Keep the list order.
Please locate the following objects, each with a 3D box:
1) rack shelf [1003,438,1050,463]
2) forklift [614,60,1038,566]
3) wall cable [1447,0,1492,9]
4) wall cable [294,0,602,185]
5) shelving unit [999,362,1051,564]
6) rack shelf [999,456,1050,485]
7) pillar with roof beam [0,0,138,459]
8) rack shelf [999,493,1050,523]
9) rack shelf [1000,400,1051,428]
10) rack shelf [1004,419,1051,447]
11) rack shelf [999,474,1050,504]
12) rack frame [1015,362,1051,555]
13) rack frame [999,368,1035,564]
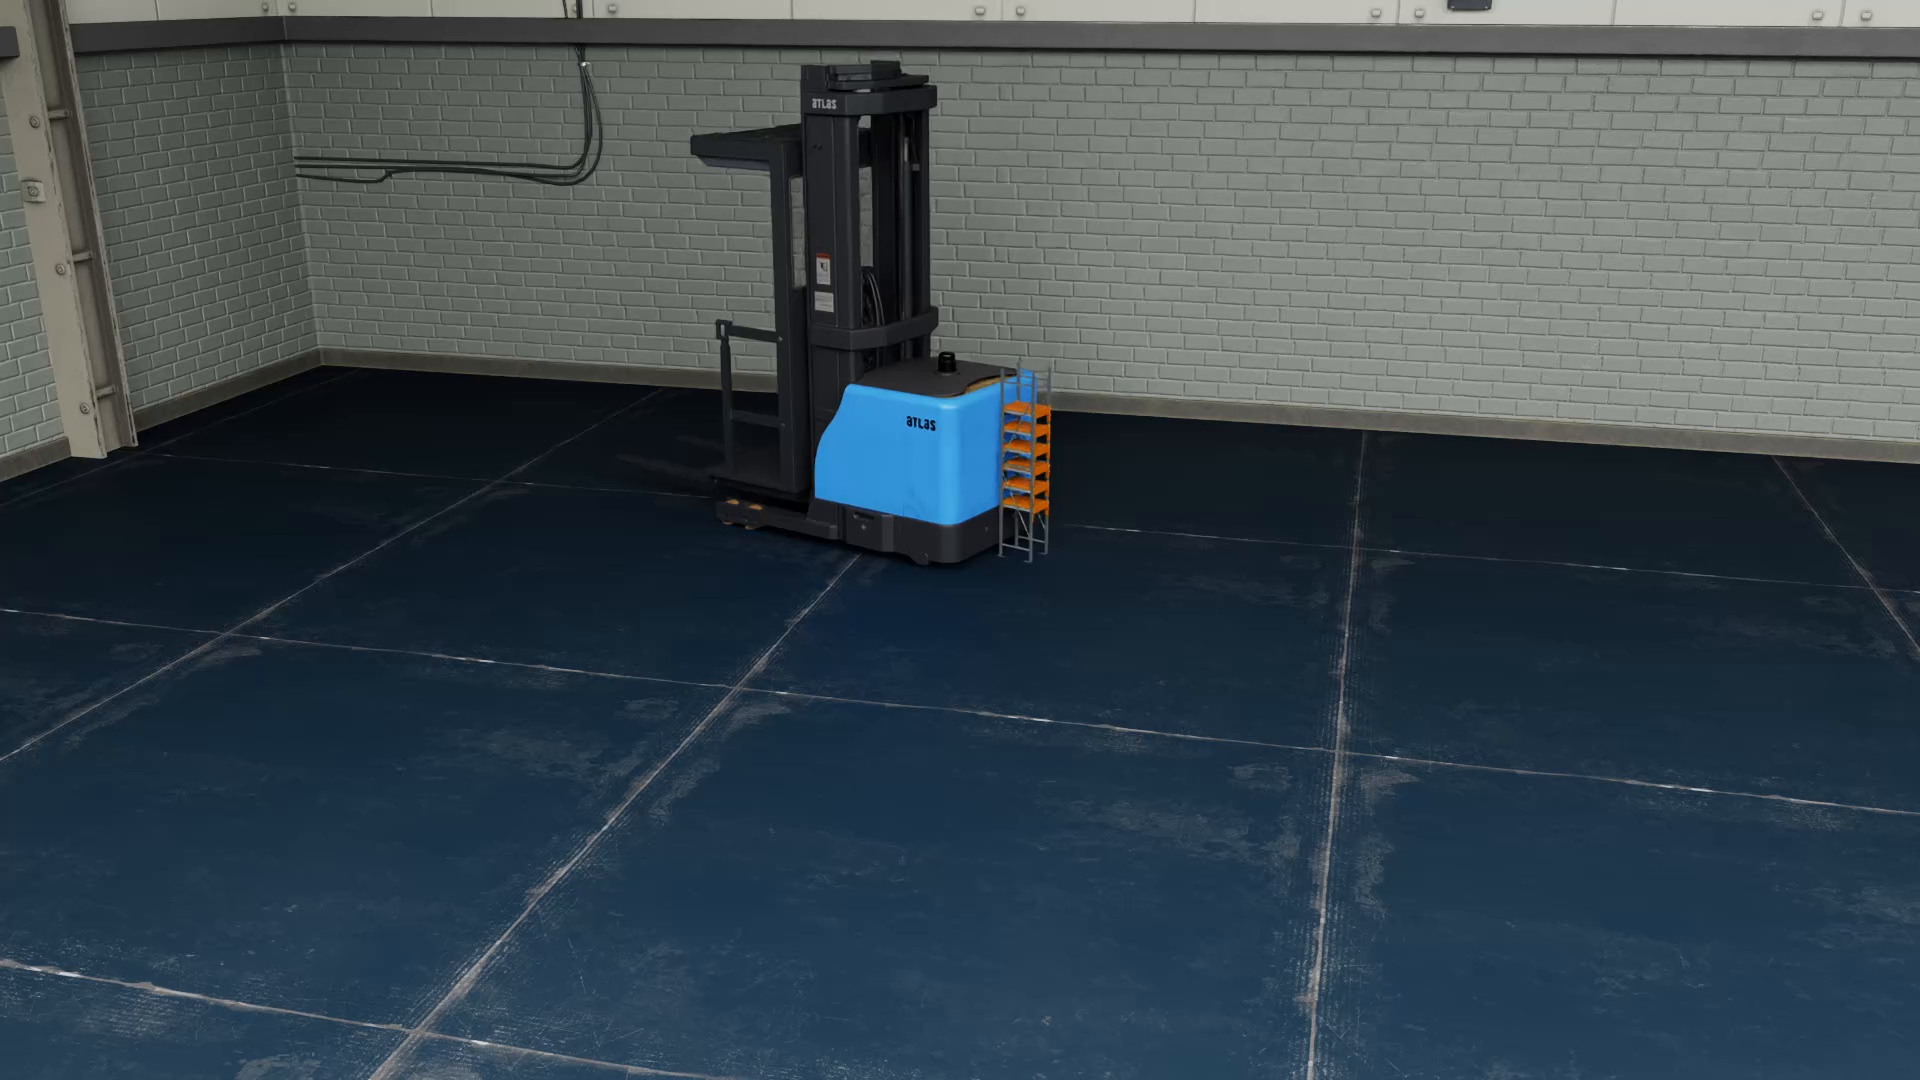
[{"bbox_3d":[0.398,-0.541,10.181,0.258,0.103,0.180,12,22,32],"label":"rack shelf"},{"bbox_3d":[-1.003,-1.579,10.775,3.031,2.935,1.130,12,22,32],"label":"forklift"},{"bbox_3d":[4.668,-6.617,10.877,2.305,6.003,0.169,5,19,13],"label":"wall cable"},{"bbox_3d":[-4.533,-4.293,14.138,3.097,2.526,0.112,5,19,13],"label":"wall cable"},{"bbox_3d":[0.397,-0.469,10.205,0.258,1.200,0.189,12,22,32],"label":"shelving unit"},{"bbox_3d":[0.397,-0.427,10.219,0.258,0.103,0.180,12,22,32],"label":"rack shelf"},{"bbox_3d":[-2.361,-4.603,10.243,9.100,9.000,0.400,5,19,13],"label":"pillar with roof beam"},{"bbox_3d":[0.397,-0.200,10.297,0.258,0.103,0.180,12,22,32],"label":"rack shelf"},{"bbox_3d":[0.398,-0.768,10.103,0.258,0.103,0.180,12,22,32],"label":"rack shelf"},{"bbox_3d":[0.398,-0.654,10.142,0.258,0.103,0.180,12,22,32],"label":"rack shelf"},{"bbox_3d":[0.397,-0.314,10.258,0.258,0.103,0.180,12,22,32],"label":"rack shelf"},{"bbox_3d":[0.449,-0.494,10.277,0.240,1.200,0.006,12,22,32],"label":"rack frame"},{"bbox_3d":[0.346,-0.445,10.133,0.240,1.200,0.006,12,22,32],"label":"rack frame"}]
